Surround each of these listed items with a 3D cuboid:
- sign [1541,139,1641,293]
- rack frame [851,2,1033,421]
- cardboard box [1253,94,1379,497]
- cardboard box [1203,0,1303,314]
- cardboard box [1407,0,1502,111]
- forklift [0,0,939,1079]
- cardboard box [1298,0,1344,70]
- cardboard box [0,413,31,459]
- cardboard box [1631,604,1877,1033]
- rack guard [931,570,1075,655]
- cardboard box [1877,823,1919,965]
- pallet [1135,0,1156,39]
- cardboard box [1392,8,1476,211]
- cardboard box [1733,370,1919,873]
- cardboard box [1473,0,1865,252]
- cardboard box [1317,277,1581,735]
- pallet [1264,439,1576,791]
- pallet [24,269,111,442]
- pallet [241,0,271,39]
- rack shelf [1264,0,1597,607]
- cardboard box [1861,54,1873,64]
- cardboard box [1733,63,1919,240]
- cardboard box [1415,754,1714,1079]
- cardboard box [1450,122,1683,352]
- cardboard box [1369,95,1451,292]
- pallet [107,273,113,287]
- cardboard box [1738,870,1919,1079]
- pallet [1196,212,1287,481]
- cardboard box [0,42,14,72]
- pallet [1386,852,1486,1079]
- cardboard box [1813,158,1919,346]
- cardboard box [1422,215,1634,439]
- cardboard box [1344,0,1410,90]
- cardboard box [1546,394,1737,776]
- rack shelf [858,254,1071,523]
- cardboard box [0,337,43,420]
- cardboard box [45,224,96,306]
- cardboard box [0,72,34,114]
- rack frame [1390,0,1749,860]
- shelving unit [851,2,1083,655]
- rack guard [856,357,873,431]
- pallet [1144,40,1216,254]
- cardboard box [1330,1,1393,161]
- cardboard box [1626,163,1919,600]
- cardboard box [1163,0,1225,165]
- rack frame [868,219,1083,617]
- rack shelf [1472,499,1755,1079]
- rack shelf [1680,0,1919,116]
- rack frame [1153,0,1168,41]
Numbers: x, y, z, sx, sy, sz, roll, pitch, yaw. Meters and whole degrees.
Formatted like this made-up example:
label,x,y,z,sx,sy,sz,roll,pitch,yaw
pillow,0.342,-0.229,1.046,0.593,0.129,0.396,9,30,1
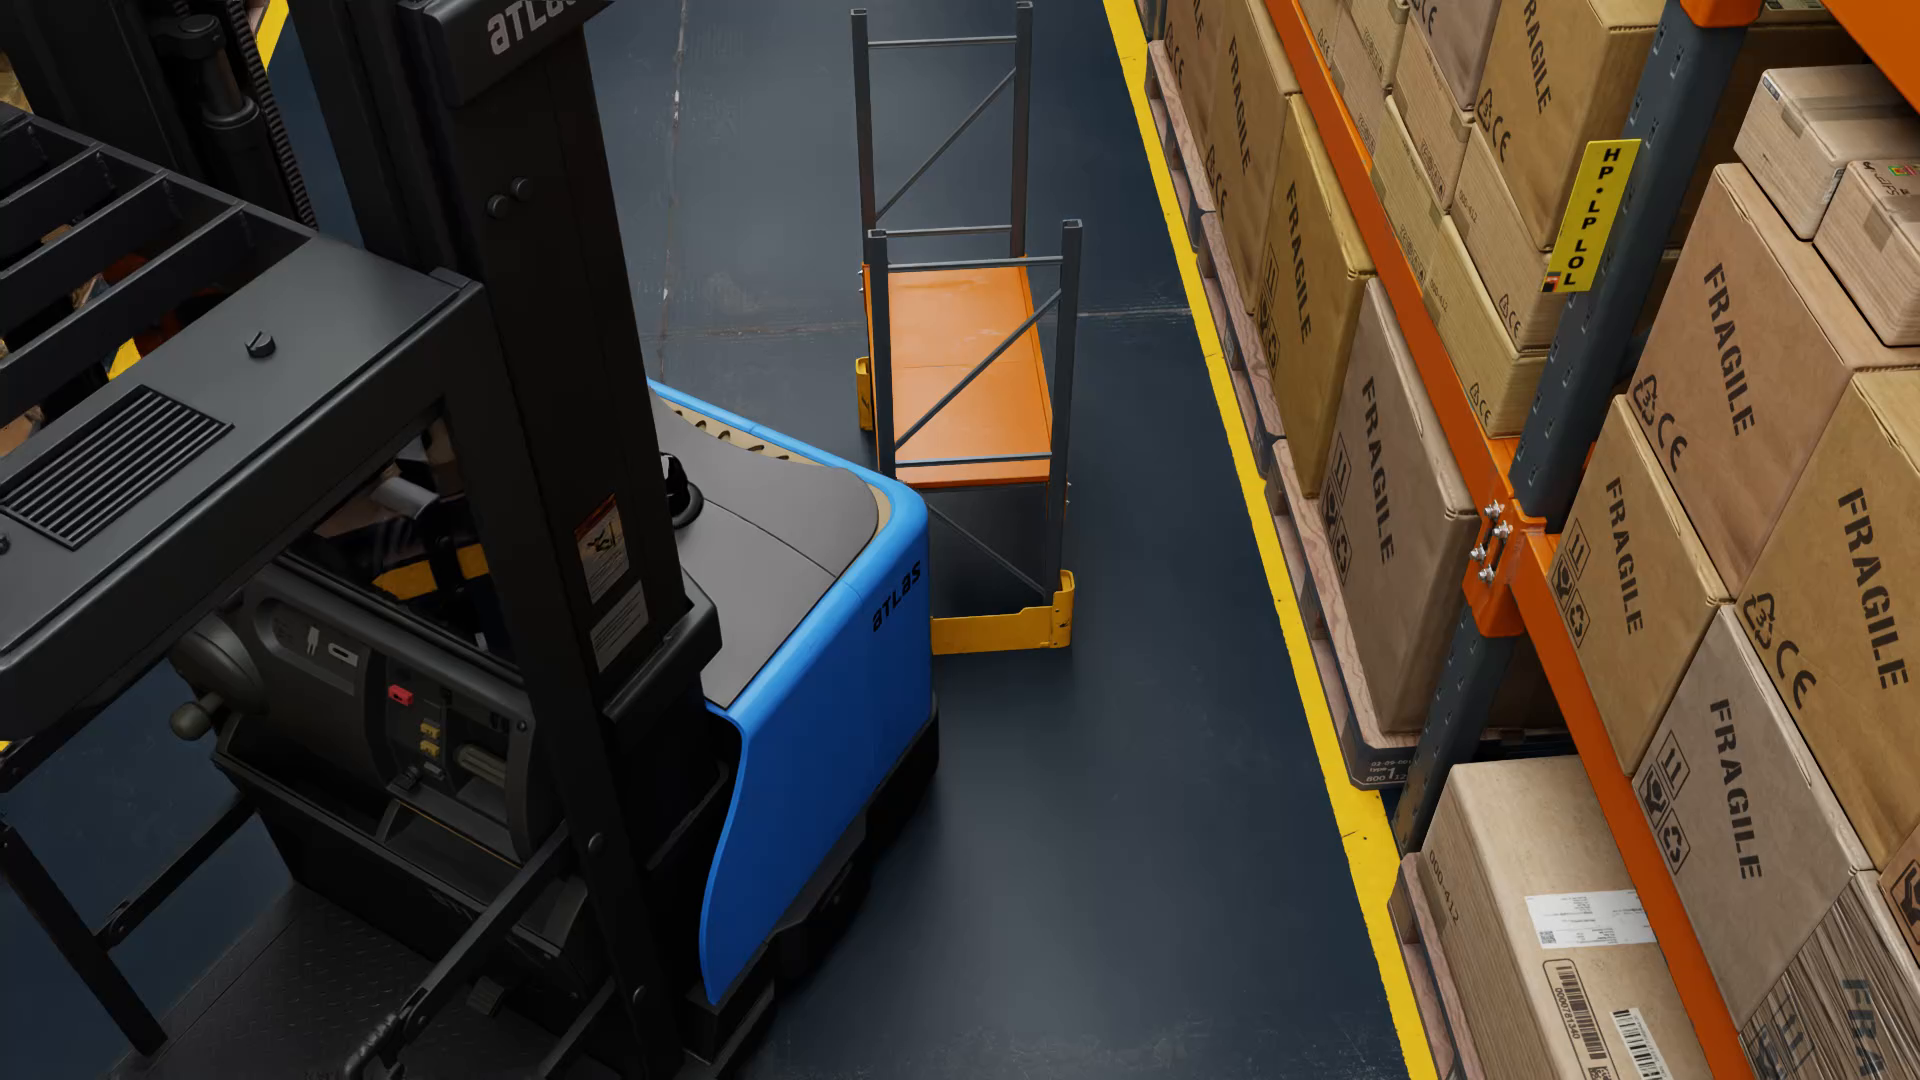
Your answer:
label,x,y,z,sx,sy,sz,roll,pitch,yaw
sign,1.133,-0.577,2.988,0.100,0.325,0.005,-3,47,-3
rack frame,-0.050,-0.945,5.112,0.500,1.500,0.032,-3,47,-3
cardboard box,1.458,-0.757,5.075,0.875,0.875,0.875,-2,47,-2
cardboard box,1.384,-1.403,5.687,0.875,0.875,0.875,-3,47,-3
cardboard box,1.335,-1.306,3.664,0.500,0.500,0.500,-3,47,-3
forklift,-1.232,0.373,2.878,1.130,2.935,3.031,23,51,20
cardboard box,1.272,-1.612,4.814,0.500,0.250,0.500,-3,47,-3
cardboard box,-3.181,-0.336,4.935,0.500,0.500,0.500,-5,47,-4
cardboard box,1.490,0.439,2.699,0.500,0.500,0.500,-3,47,-3
rack guard,0.035,0.219,4.870,0.587,0.250,0.087,-3,47,-3
cardboard box,1.539,0.472,1.979,0.500,0.500,0.500,-3,47,-3
pallet,1.274,-2.747,7.706,1.003,0.211,1.213,-3,47,-3
cardboard box,1.345,-1.032,3.920,0.500,0.250,0.500,-2,47,-2
cardboard box,1.508,0.101,2.331,0.500,0.500,0.500,-4,47,-4
cardboard box,1.386,-0.932,3.309,0.500,0.500,0.500,-2,47,-2
cardboard box,1.542,-0.104,4.456,0.875,0.875,0.875,-2,47,-2
pallet,1.534,0.159,4.954,1.003,0.211,1.213,-3,47,-3
pallet,-3.484,-0.454,5.534,1.003,0.211,1.213,-3,47,-3
pallet,-3.638,-2.475,7.448,1.003,0.211,1.213,-3,47,-3
rack shelf,1.506,-1.446,5.049,1.077,0.370,4.000,-3,47,-3
cardboard box,1.923,-0.960,3.336,0.500,0.500,0.500,-3,47,-3
cardboard box,1.441,-0.603,2.551,0.380,0.149,0.250,-4,47,-4
cardboard box,1.619,0.951,3.758,0.875,0.438,0.875,-4,47,-4
cardboard box,1.394,-0.671,3.578,0.500,0.250,0.500,-4,47,-3
cardboard box,1.343,-0.872,4.113,0.500,0.250,0.500,-4,47,-4
pallet,-3.583,-1.334,6.368,1.003,0.211,1.213,-3,47,-3
cardboard box,1.525,0.800,2.358,0.500,0.500,0.500,-3,47,-3
pallet,1.428,-0.726,5.792,1.003,0.211,1.213,-3,47,-3
cardboard box,-3.282,-1.613,5.697,0.380,0.149,0.250,-5,47,-5
pallet,1.659,1.268,3.904,1.003,0.211,1.213,-3,47,-3
cardboard box,1.479,-0.419,2.376,0.380,0.149,0.250,-3,47,-3
cardboard box,1.384,-0.504,3.764,0.500,0.250,0.500,-4,47,-4
cardboard box,1.295,-1.406,4.275,0.500,0.250,0.500,-2,47,-2
cardboard box,1.452,0.075,3.044,0.500,0.500,0.500,-2,47,-2
rack shelf,-0.007,-0.454,4.895,0.538,0.185,1.000,-3,47,-3
cardboard box,-3.218,-0.712,5.291,0.500,0.500,0.500,-5,47,-5
cardboard box,-3.280,-1.086,5.645,0.500,0.500,0.500,-2,47,-2
cardboard box,-3.305,-1.419,5.514,0.380,0.149,0.250,-2,47,-2
rack frame,1.673,-0.246,3.417,1.000,3.000,0.127,-3,47,-3
shelving unit,-0.006,-0.571,4.758,0.587,1.500,1.083,-3,47,-3
rack guard,-0.048,-0.501,5.553,0.587,0.250,0.087,-3,47,-3
pallet,1.329,-1.606,6.626,1.003,0.211,1.213,-3,47,-3
cardboard box,1.320,-1.238,4.460,0.500,0.250,0.500,-5,47,-4
cardboard box,1.472,-0.265,2.677,0.500,0.500,0.500,-3,47,-3
cardboard box,1.313,-2.049,6.299,0.875,0.875,0.875,-4,47,-4
rack frame,0.035,-0.210,4.416,0.500,1.500,0.032,-3,47,-3
rack shelf,1.841,1.448,2.308,1.077,0.370,4.000,-3,47,-3
rack shelf,1.841,0.417,1.219,1.077,0.370,4.000,-3,47,-3
rack frame,1.338,-3.140,6.158,1.000,3.000,0.127,-3,47,-3
